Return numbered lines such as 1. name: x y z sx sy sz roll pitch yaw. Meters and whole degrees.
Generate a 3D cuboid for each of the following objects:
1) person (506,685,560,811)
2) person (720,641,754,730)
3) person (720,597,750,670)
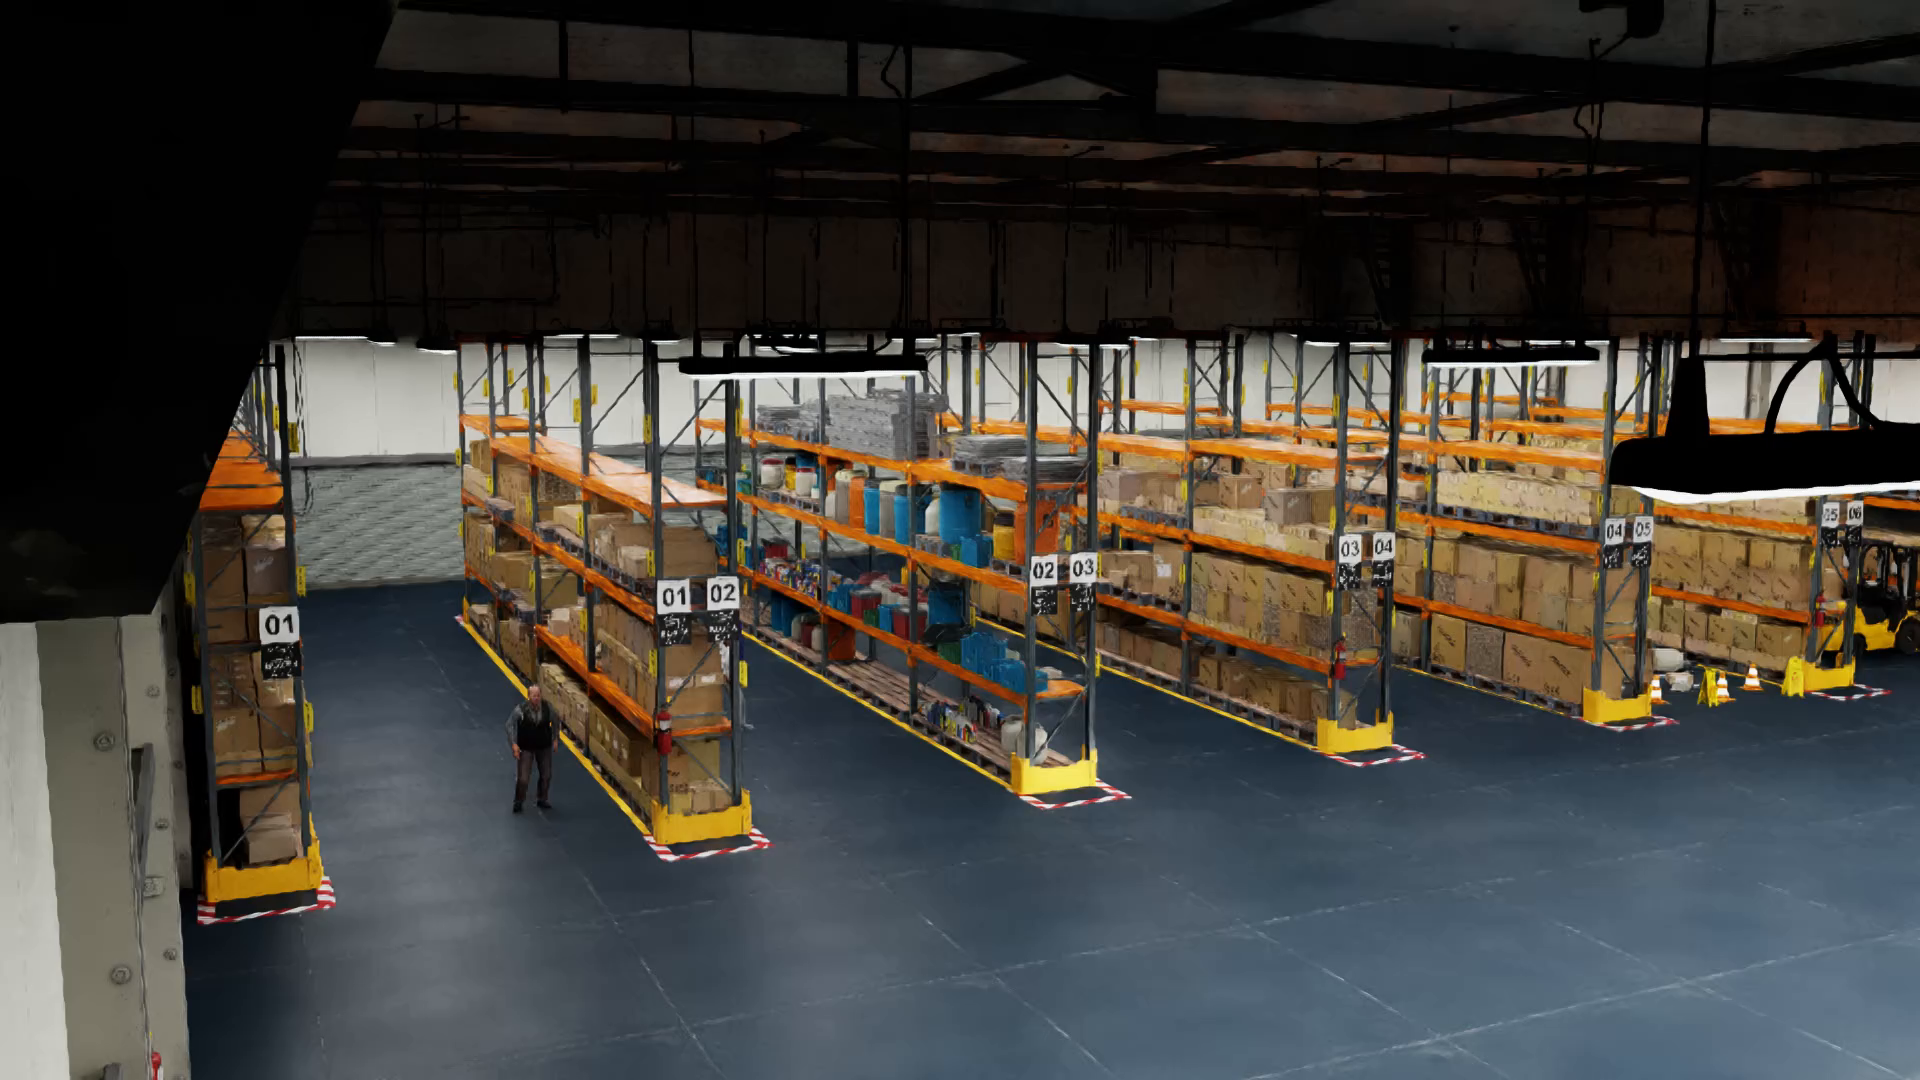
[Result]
1. person: -5.453 2.653 21.273 0.677 1.674 0.534 -4 9 -26
2. person: -3.619 2.105 25.453 0.621 1.606 0.828 -7 10 -41
3. person: -4.147 1.538 29.847 0.478 1.544 1.090 -3 8 -22
